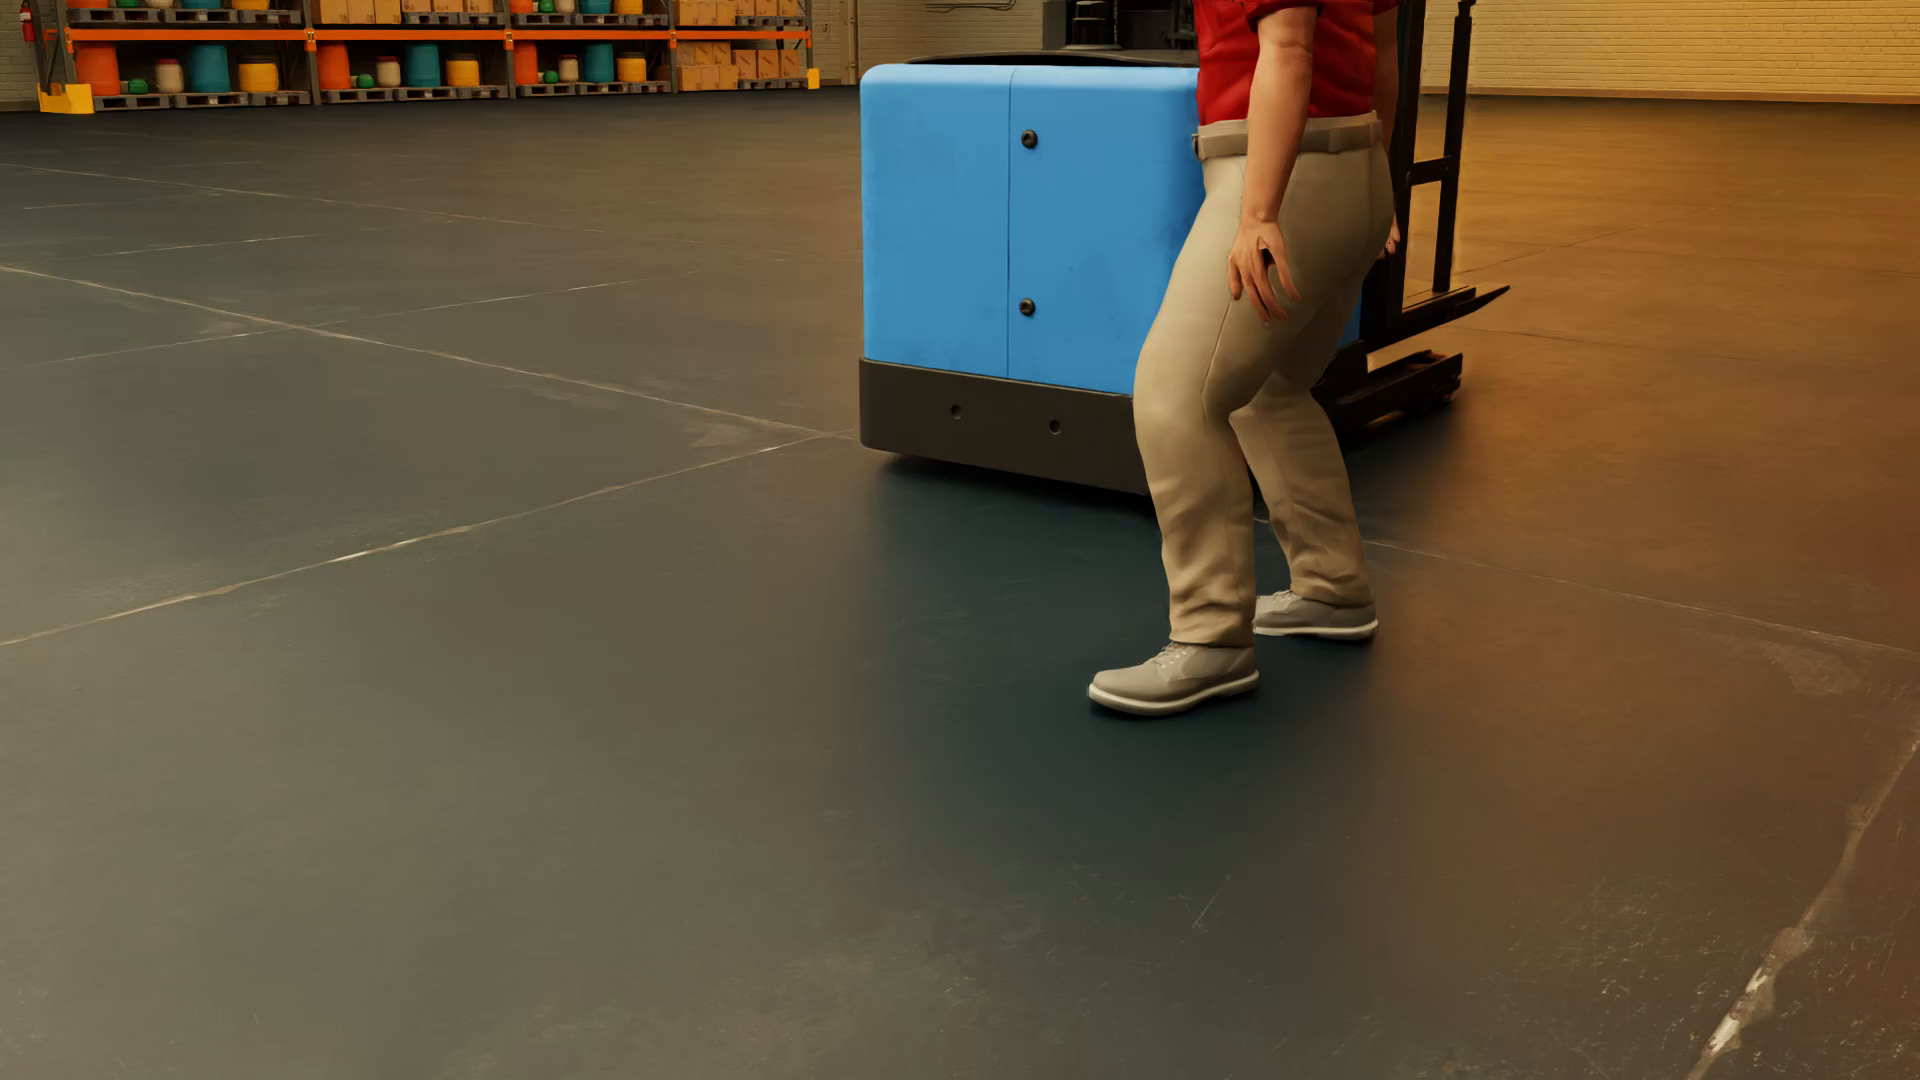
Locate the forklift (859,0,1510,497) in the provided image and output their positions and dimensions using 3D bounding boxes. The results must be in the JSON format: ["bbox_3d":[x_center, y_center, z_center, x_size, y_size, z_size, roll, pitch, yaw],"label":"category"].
[{"bbox_3d":[0.980,-1.870,5.055,1.130,2.935,3.031,11,20,33],"label":"forklift"}]

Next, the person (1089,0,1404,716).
[{"bbox_3d":[0.572,-0.588,2.988,0.405,1.700,0.878,8,19,25],"label":"person"}]
